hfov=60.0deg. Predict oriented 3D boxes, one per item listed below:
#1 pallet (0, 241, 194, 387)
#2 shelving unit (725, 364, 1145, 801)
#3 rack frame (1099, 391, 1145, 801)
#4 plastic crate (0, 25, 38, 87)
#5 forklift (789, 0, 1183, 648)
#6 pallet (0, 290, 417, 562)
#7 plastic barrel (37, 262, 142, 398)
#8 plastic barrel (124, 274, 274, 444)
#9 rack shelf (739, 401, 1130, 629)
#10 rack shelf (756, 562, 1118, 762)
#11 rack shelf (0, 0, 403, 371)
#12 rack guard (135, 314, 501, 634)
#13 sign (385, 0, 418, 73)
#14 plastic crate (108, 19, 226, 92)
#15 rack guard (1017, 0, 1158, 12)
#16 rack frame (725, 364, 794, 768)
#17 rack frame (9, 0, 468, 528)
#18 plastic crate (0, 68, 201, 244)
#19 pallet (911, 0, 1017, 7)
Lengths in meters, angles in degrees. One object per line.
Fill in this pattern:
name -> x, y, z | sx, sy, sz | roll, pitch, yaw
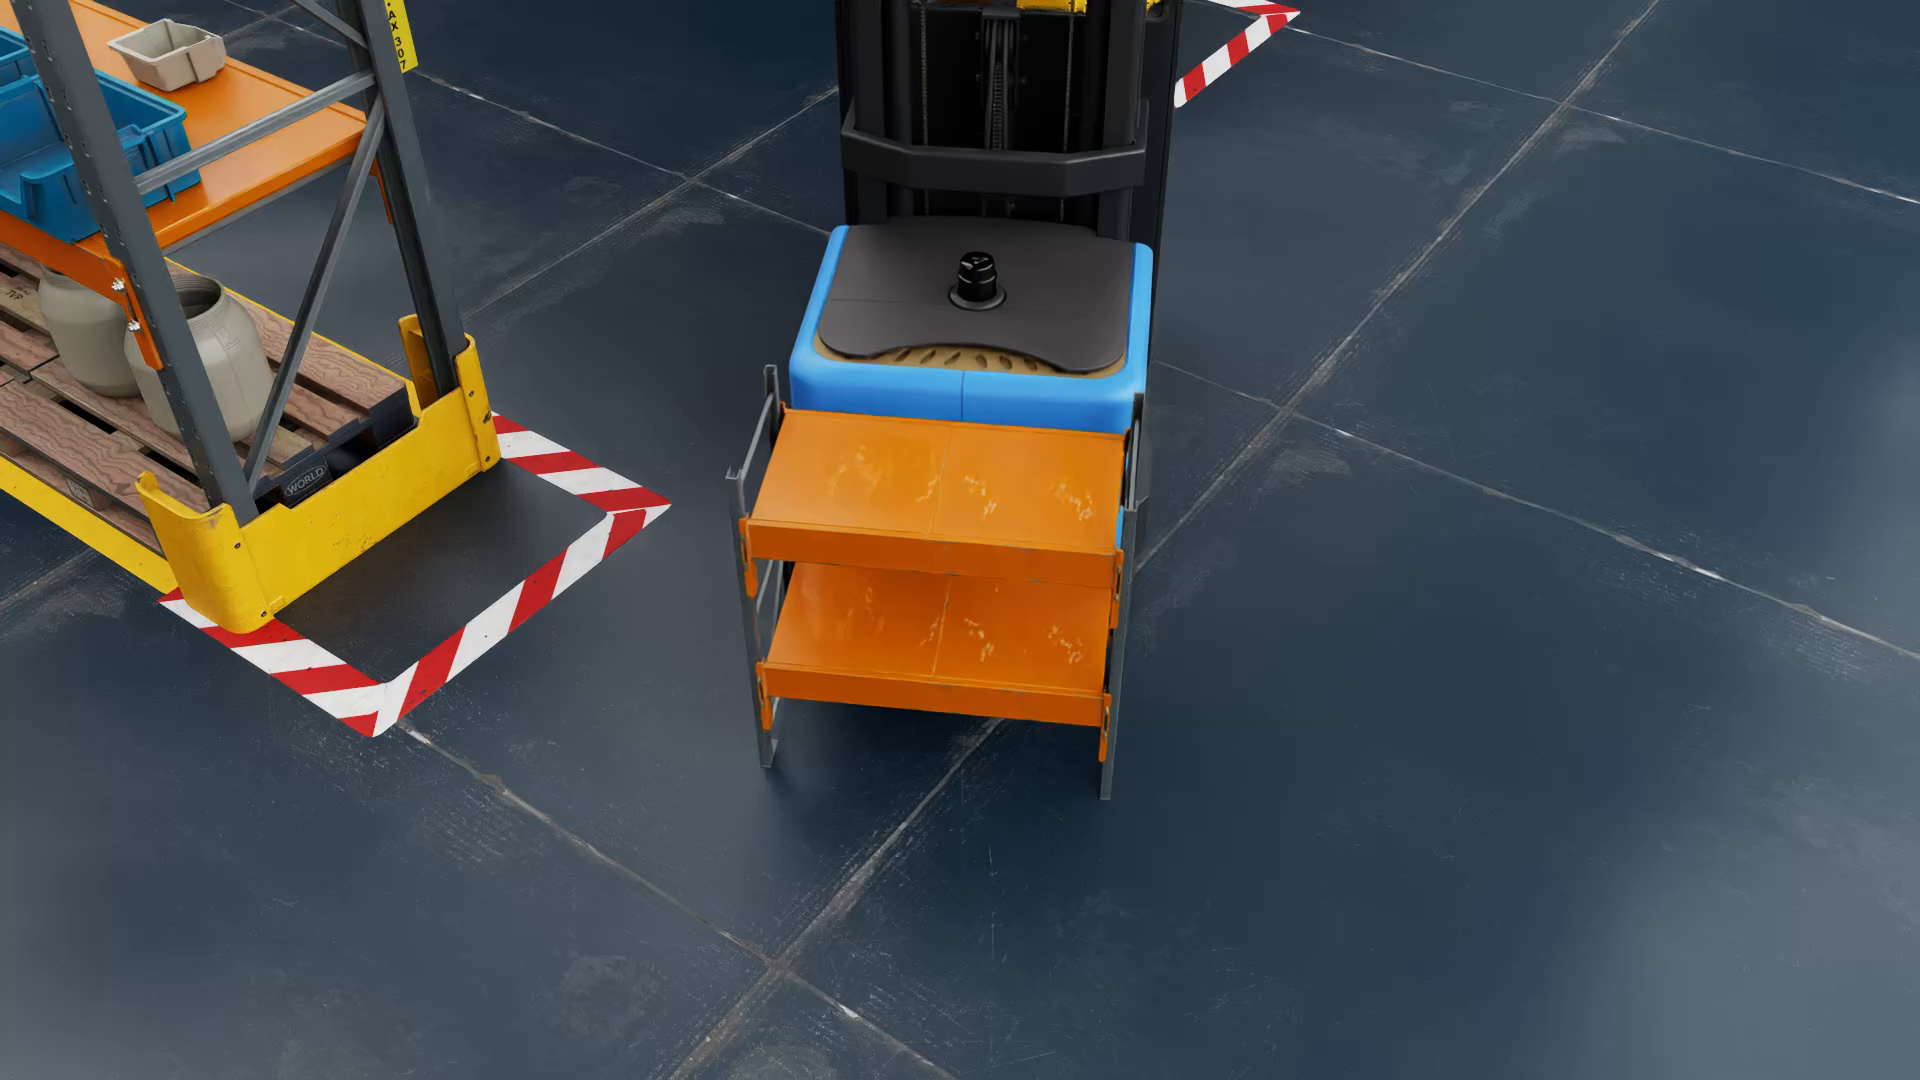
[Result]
pallet -> -3.788, -0.921, 6.621 | 1.213, 0.211, 1.003 | 25, 48, 25
shelving unit -> -0.048, 0.140, 4.750 | 1.048, 1.125, 0.538 | 5, 42, 5
rack frame -> 0.456, 0.182, 4.703 | 0.032, 1.125, 0.500 | 5, 42, 5
plastic crate -> -3.152, -1.400, 5.177 | 0.408, 0.251, 0.499 | 25, 48, 25
forklift -> 0.179, -1.727, 5.482 | 1.130, 2.935, 3.031 | 4, 42, 5
pallet -> -2.794, -0.454, 6.099 | 1.213, 0.211, 1.003 | 25, 48, 25
plastic barrel -> -3.035, -0.807, 5.953 | 0.421, 0.512, 0.421 | 0, 42, 0
plastic barrel -> -2.625, -0.615, 5.739 | 0.421, 0.512, 0.421 | 0, 42, 0
rack shelf -> -0.048, -0.078, 4.554 | 1.000, 0.278, 0.538 | 5, 42, 5
rack shelf -> -0.048, 0.323, 4.913 | 1.000, 0.278, 0.538 | 5, 42, 5
rack shelf -> -3.680, -1.673, 5.910 | 4.000, 0.370, 1.077 | 25, 48, 25
rack guard -> -2.132, -0.248, 5.652 | 0.348, 0.500, 1.175 | 25, 48, 25
sign -> -1.723, -1.577, 5.056 | 0.005, 0.325, 0.100 | 25, 48, 25
plastic crate -> -2.590, -1.596, 5.482 | 0.250, 0.136, 0.298 | 25, 48, 25
rack guard -> 0.739, -2.977, 8.702 | 0.348, 0.500, 1.175 | 25, 48, 25
rack frame -> -0.553, 0.099, 4.796 | 0.032, 1.125, 0.500 | 5, 42, 5
rack frame -> -2.042, -1.176, 4.814 | 0.127, 3.000, 1.000 | 25, 48, 25
plastic crate -> -2.624, -1.148, 4.896 | 0.616, 0.251, 0.499 | 25, 48, 25
pallet -> 0.095, -3.200, 9.168 | 1.213, 0.211, 1.003 | 25, 48, 25
